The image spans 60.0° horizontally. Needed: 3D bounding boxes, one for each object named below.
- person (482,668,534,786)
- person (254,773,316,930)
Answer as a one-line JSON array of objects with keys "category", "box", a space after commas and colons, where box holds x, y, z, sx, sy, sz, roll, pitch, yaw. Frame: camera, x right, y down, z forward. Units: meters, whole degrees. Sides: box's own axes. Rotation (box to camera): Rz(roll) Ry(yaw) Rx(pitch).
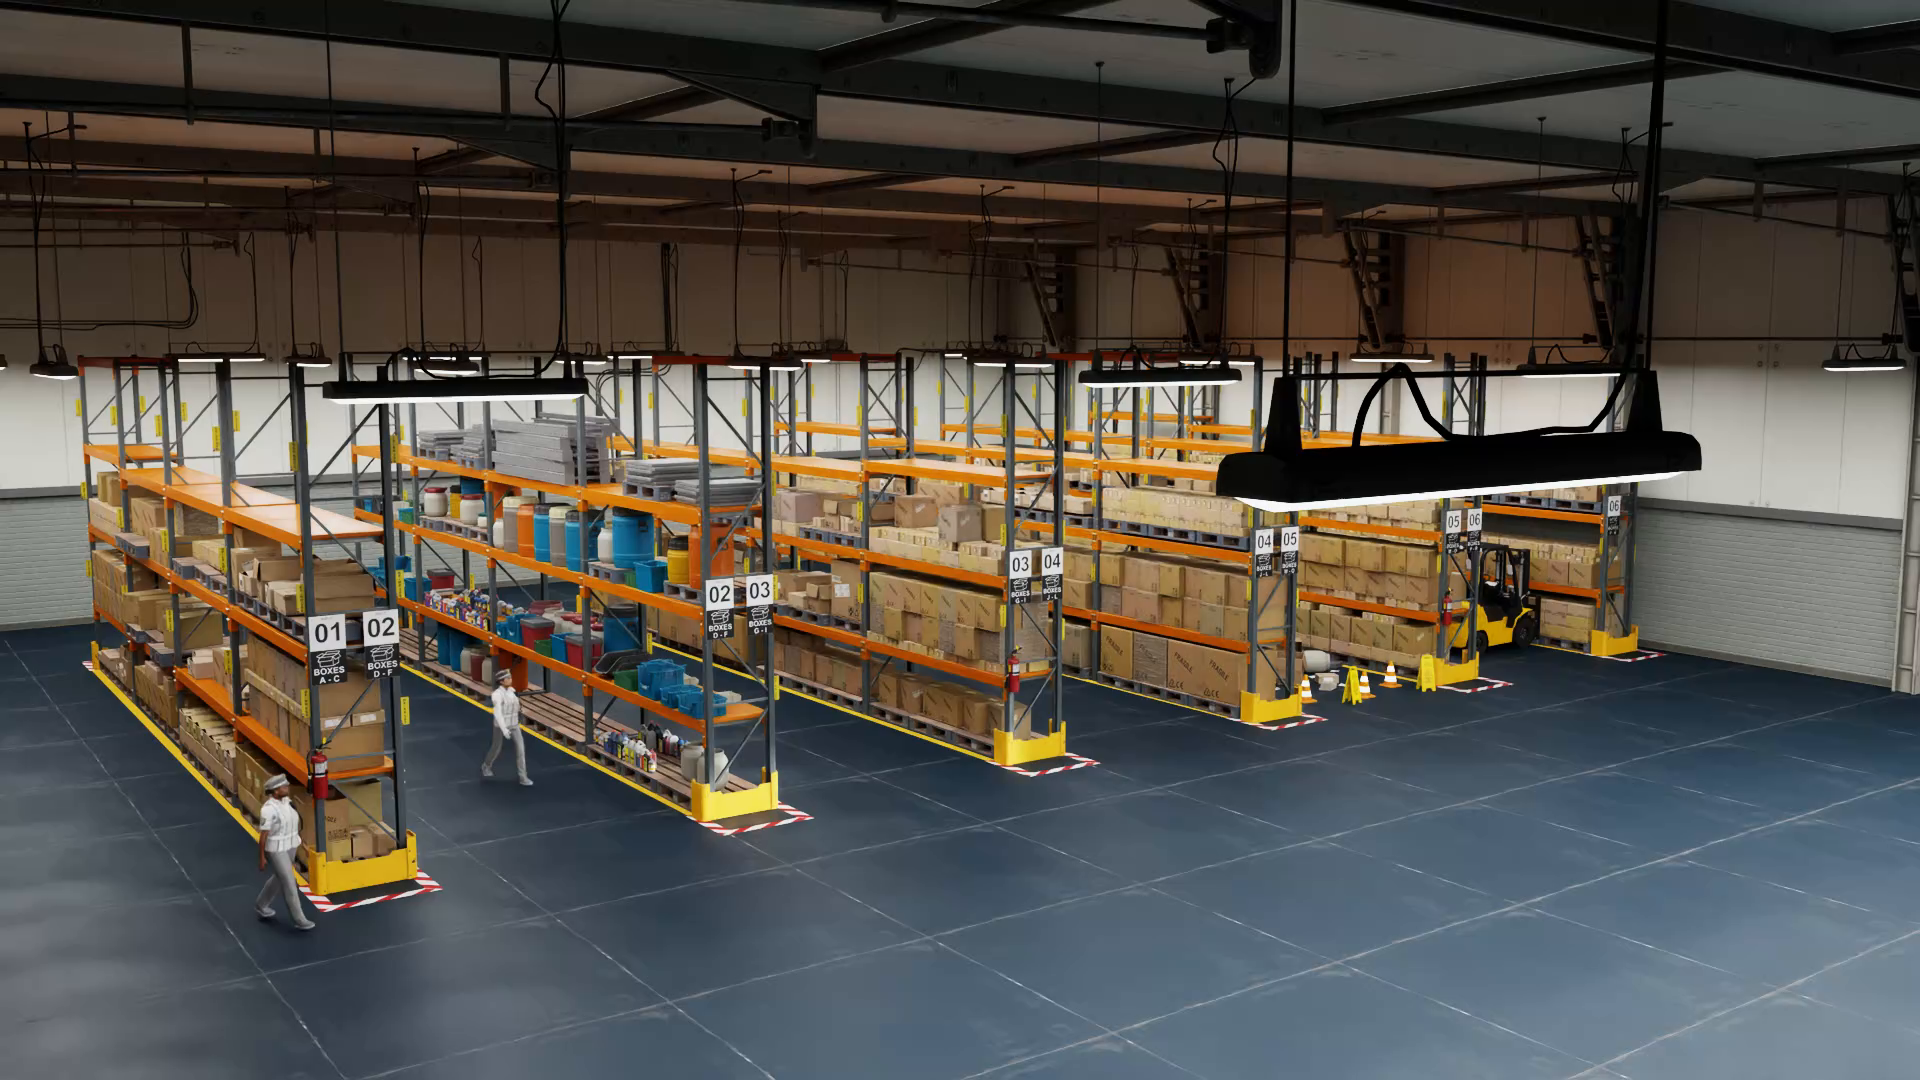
[{"category": "person", "box": [-6.465, 2.632, 23.635, 0.989, 1.642, 0.433, 7, 10, 44]}, {"category": "person", "box": [-7.295, 3.334, 17.964, 0.961, 1.627, 0.520, 3, 7, 21]}]
